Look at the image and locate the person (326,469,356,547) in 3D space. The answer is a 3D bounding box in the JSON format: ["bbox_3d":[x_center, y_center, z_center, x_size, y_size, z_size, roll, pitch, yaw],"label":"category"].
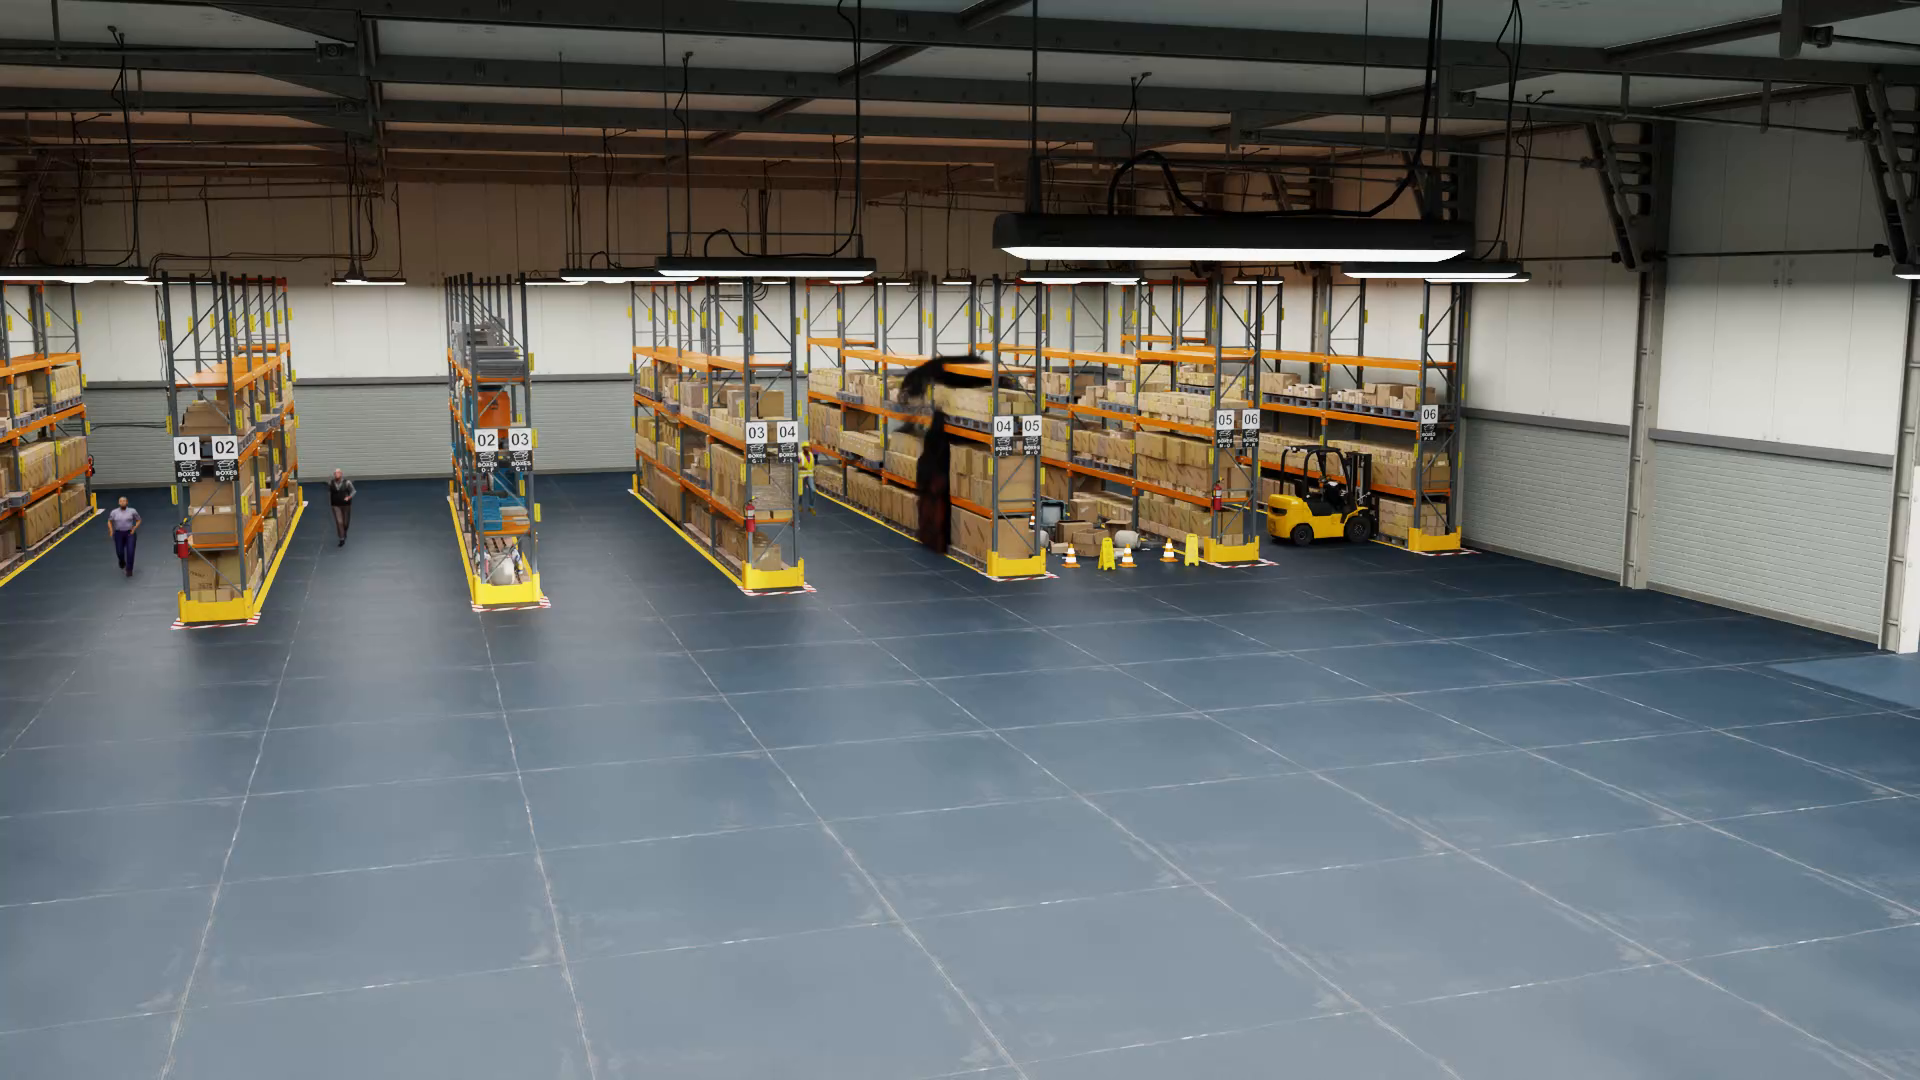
[{"bbox_3d":[-13.918,-0.744,37.420,0.656,1.719,0.800,-3,9,-17],"label":"person"}]

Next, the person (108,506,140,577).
[{"bbox_3d":[-16.777,0.011,33.446,0.586,1.414,0.493,-4,9,-23],"label":"person"}]

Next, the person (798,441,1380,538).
[{"bbox_3d":[3.275,-1.270,39.664,11.900,1.955,9.455,-4,10,-27],"label":"person"}]

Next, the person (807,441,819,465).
[{"bbox_3d":[-4.355,-2.498,49.753,0.786,1.523,0.546,-7,11,-40],"label":"person"}]
